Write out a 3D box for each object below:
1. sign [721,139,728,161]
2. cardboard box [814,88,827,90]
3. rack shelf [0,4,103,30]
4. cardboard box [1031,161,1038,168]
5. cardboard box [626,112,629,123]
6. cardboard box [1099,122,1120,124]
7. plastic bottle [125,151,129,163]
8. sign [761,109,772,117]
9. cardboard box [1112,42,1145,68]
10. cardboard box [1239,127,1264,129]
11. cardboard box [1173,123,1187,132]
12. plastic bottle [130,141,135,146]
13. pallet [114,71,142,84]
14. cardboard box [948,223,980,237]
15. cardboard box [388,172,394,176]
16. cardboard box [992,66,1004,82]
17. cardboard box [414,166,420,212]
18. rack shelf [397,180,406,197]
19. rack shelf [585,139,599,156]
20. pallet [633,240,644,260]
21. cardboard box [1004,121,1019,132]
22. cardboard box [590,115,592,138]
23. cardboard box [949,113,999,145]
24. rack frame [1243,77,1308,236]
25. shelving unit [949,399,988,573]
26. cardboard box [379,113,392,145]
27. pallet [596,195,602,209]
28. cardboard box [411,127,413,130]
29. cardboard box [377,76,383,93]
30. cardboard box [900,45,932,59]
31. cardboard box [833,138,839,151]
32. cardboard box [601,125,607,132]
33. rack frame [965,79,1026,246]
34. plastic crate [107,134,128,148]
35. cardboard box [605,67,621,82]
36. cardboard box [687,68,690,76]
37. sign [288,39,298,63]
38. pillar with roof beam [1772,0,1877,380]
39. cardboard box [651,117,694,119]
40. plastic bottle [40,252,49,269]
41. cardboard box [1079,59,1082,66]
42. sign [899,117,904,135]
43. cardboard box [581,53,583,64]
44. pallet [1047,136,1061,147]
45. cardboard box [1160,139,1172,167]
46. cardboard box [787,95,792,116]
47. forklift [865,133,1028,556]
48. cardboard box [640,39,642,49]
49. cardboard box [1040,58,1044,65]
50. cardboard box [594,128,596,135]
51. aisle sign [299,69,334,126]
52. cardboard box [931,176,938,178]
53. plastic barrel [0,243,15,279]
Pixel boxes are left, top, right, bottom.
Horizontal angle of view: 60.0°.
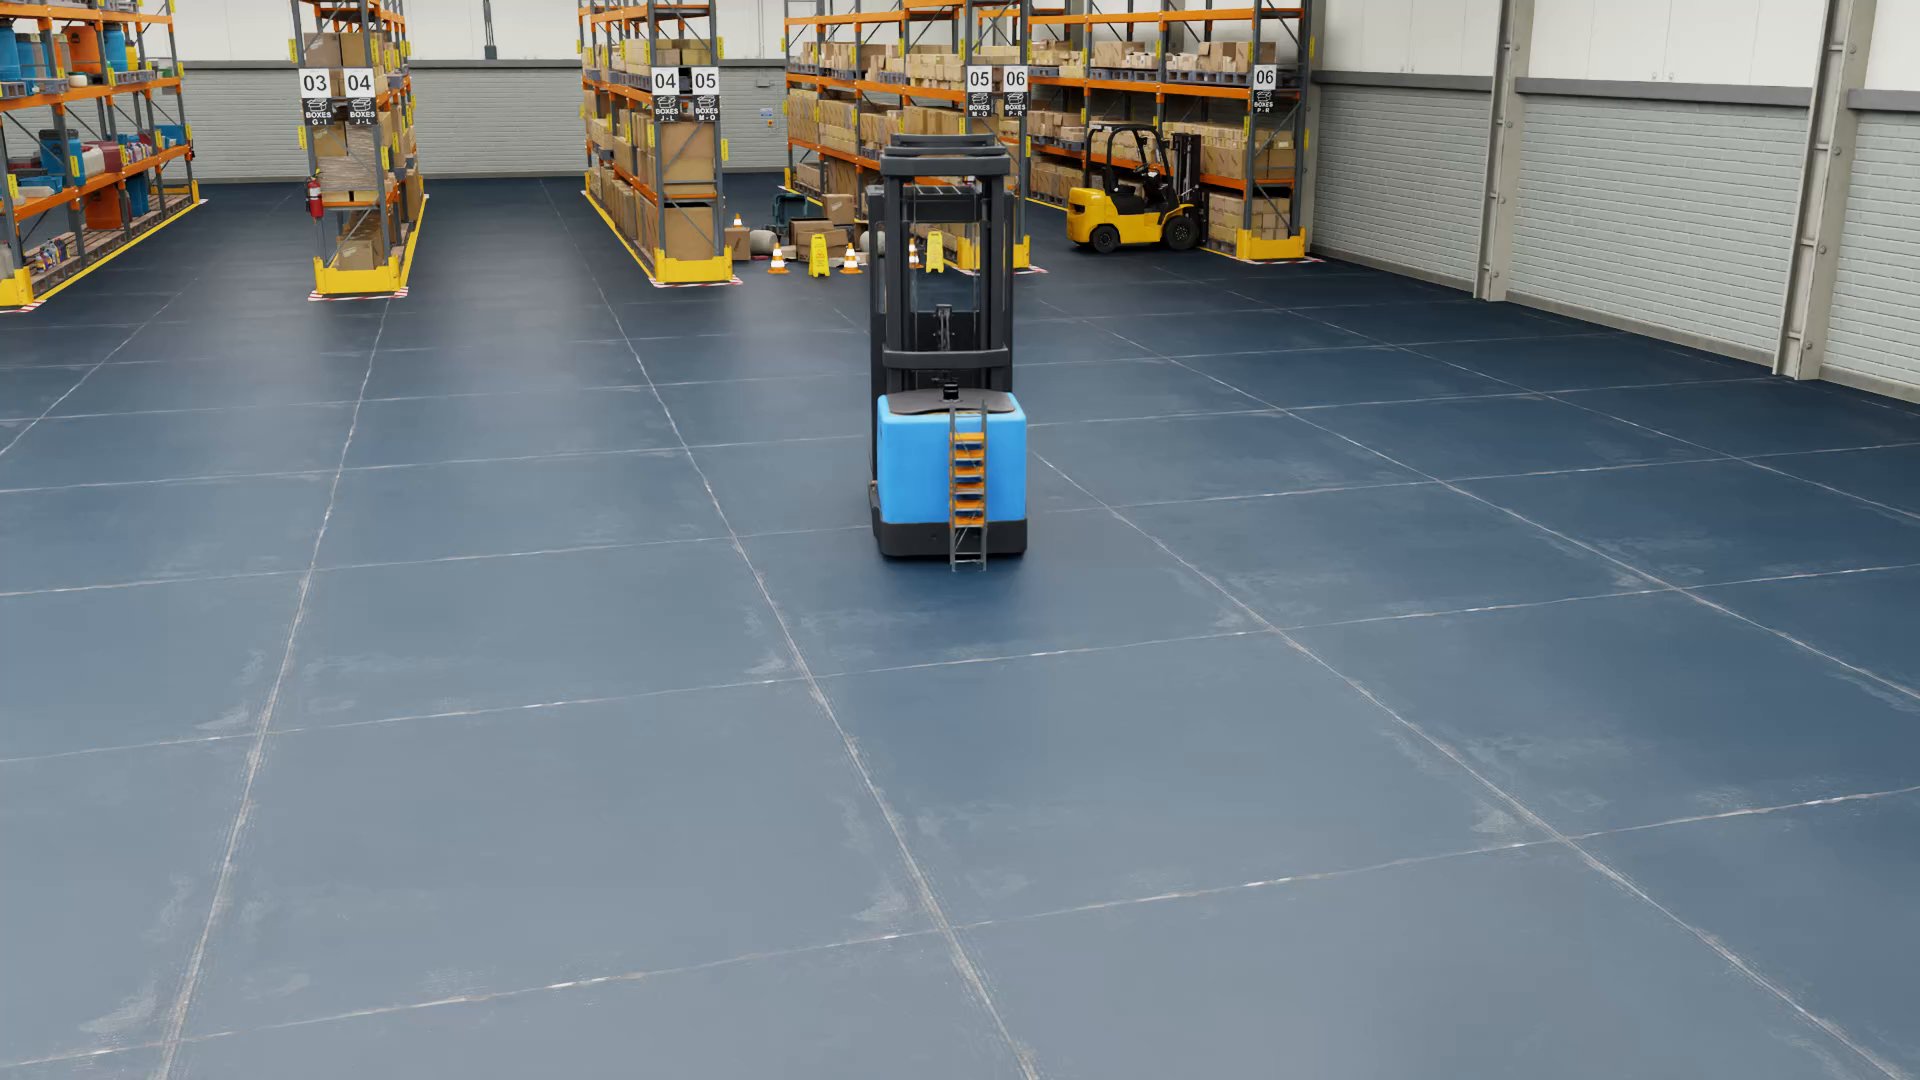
[{"bbox_3d":[-3.622,-6.001,25.573,0.100,0.325,0.005,-5,17,-15],"label":"sign"},{"bbox_3d":[-3.439,-11.037,40.941,0.380,0.149,0.250,-4,17,-14],"label":"cardboard box"},{"bbox_3d":[-15.366,-8.747,27.875,1.077,0.370,4.000,-5,17,-15],"label":"rack shelf"},{"bbox_3d":[1.890,-8.832,39.130,0.380,0.149,0.250,-4,17,-13],"label":"cardboard box"},{"bbox_3d":[-5.818,-7.698,30.953,0.700,0.500,0.500,-5,17,-16],"label":"cardboard box"},{"bbox_3d":[3.121,-8.636,34.687,0.380,0.149,0.250,-4,17,-14],"label":"cardboard box"},{"bbox_3d":[-15.956,-7.310,31.796,0.097,0.271,0.097,0,17,0],"label":"plastic bottle"},{"bbox_3d":[-5.458,-12.051,46.889,0.327,0.218,0.001,-5,17,-15],"label":"sign"},{"bbox_3d":[3.391,-9.764,33.452,0.500,0.500,0.500,-4,17,-14],"label":"cardboard box"},{"bbox_3d":[5.205,-7.298,29.714,0.380,0.149,0.250,-5,17,-17],"label":"cardboard box"},{"bbox_3d":[4.224,-7.751,31.223,0.380,0.149,0.250,-4,17,-14],"label":"cardboard box"},{"bbox_3d":[-16.586,-7.806,33.311,0.144,0.351,0.185,-5,17,-15],"label":"plastic bottle"},{"bbox_3d":[-16.391,-8.893,31.958,1.003,0.211,1.213,-5,17,-15],"label":"pallet"},{"bbox_3d":[0.103,-5.370,27.860,0.500,0.500,0.500,-5,17,-15],"label":"cardboard box"},{"bbox_3d":[-9.712,-6.092,27.955,0.380,0.149,0.250,-5,17,-15],"label":"cardboard box"},{"bbox_3d":[0.692,-7.593,27.044,0.500,0.250,0.500,-5,17,-16],"label":"cardboard box"},{"bbox_3d":[-11.811,-7.222,34.244,1.225,0.875,0.875,-5,18,-17],"label":"cardboard box"},{"bbox_3d":[-10.603,-6.457,29.984,1.077,0.370,4.000,-5,17,-15],"label":"rack shelf"},{"bbox_3d":[-8.005,-9.034,38.564,1.077,0.370,4.000,-5,17,-15],"label":"rack shelf"},{"bbox_3d":[-5.123,-5.060,28.932,1.003,0.211,1.213,-5,17,-15],"label":"pallet"},{"bbox_3d":[1.397,-10.107,40.628,0.500,0.250,0.500,-5,17,-16],"label":"cardboard box"},{"bbox_3d":[-8.137,-9.409,37.869,0.500,0.500,0.500,-5,17,-16],"label":"cardboard box"},{"bbox_3d":[0.224,-6.719,27.176,0.700,0.500,0.500,-5,17,-17],"label":"cardboard box"},{"bbox_3d":[5.345,-6.319,28.274,1.000,3.000,0.127,-5,17,-15],"label":"rack frame"},{"bbox_3d":[0.057,-0.376,11.617,0.258,1.200,0.189,-1,17,-5],"label":"shelving unit"},{"bbox_3d":[-9.527,-6.677,27.036,0.500,0.500,0.500,-5,17,-15],"label":"cardboard box"},{"bbox_3d":[-7.674,-7.673,37.629,1.003,0.211,1.213,-5,17,-15],"label":"pallet"},{"bbox_3d":[-12.684,-9.244,37.756,0.500,0.250,0.500,-5,18,-17],"label":"cardboard box"},{"bbox_3d":[-9.266,-7.083,25.866,0.500,0.250,0.500,-4,17,-14],"label":"cardboard box"},{"bbox_3d":[-0.807,-8.987,30.605,0.500,0.250,0.500,-4,17,-14],"label":"cardboard box"},{"bbox_3d":[-2.459,-8.605,36.146,0.500,0.250,0.500,-5,17,-16],"label":"cardboard box"},{"bbox_3d":[-6.999,-8.254,33.388,0.380,0.149,0.250,-5,17,-16],"label":"cardboard box"},{"bbox_3d":[0.574,-5.925,26.964,1.000,3.000,0.127,-5,17,-15],"label":"rack frame"},{"bbox_3d":[-17.471,-8.193,34.436,0.392,0.384,0.575,-5,17,-15],"label":"plastic crate"},{"bbox_3d":[-6.758,-9.341,32.948,0.500,0.500,0.500,-5,17,-15],"label":"cardboard box"},{"bbox_3d":[-4.014,-7.262,25.733,0.380,0.149,0.250,-5,17,-15],"label":"cardboard box"},{"bbox_3d":[-9.494,-6.964,23.669,0.100,0.325,0.005,-5,17,-15],"label":"sign"},{"bbox_3d":[5.179,-5.796,16.106,9.100,9.000,0.400,-5,17,-15],"label":"pillar with roof beam"},{"bbox_3d":[-4.486,-6.511,26.777,0.875,0.550,0.550,-5,17,-15],"label":"cardboard box"},{"bbox_3d":[-14.010,-4.275,25.449,0.097,0.271,0.097,0,17,0],"label":"plastic bottle"},{"bbox_3d":[2.766,-10.240,35.680,0.380,0.149,0.250,-5,17,-17],"label":"cardboard box"},{"bbox_3d":[-1.058,-7.541,30.331,0.100,0.325,0.005,-5,17,-15],"label":"sign"},{"bbox_3d":[-8.681,-11.391,39.338,0.500,0.250,0.500,-4,17,-14],"label":"cardboard box"},{"bbox_3d":[2.608,-8.977,37.458,1.003,0.211,1.213,-5,17,-15],"label":"pallet"},{"bbox_3d":[4.117,-7.330,31.466,0.500,0.500,0.500,-5,17,-17],"label":"cardboard box"},{"bbox_3d":[-3.965,-10.723,41.022,0.500,0.500,0.500,-5,17,-16],"label":"cardboard box"},{"bbox_3d":[-0.163,-1.666,12.902,1.130,2.935,3.031,-1,17,-5],"label":"forklift"},{"bbox_3d":[-4.787,-7.731,25.908,0.380,0.149,0.250,-4,17,-14],"label":"cardboard box"},{"bbox_3d":[2.030,-10.807,37.534,0.380,0.149,0.250,-5,17,-16],"label":"cardboard box"},{"bbox_3d":[-7.573,-8.689,35.352,0.380,0.149,0.250,-5,18,-18],"label":"cardboard box"},{"bbox_3d":[-9.226,-6.346,23.846,0.394,0.787,0.004,-5,17,-15],"label":"aisle sign"},{"bbox_3d":[-0.309,-6.377,28.904,0.380,0.149,0.250,-5,17,-15],"label":"cardboard box"},{"bbox_3d":[-14.109,-4.075,24.397,0.421,0.512,0.421,0,17,0],"label":"plastic barrel"}]
